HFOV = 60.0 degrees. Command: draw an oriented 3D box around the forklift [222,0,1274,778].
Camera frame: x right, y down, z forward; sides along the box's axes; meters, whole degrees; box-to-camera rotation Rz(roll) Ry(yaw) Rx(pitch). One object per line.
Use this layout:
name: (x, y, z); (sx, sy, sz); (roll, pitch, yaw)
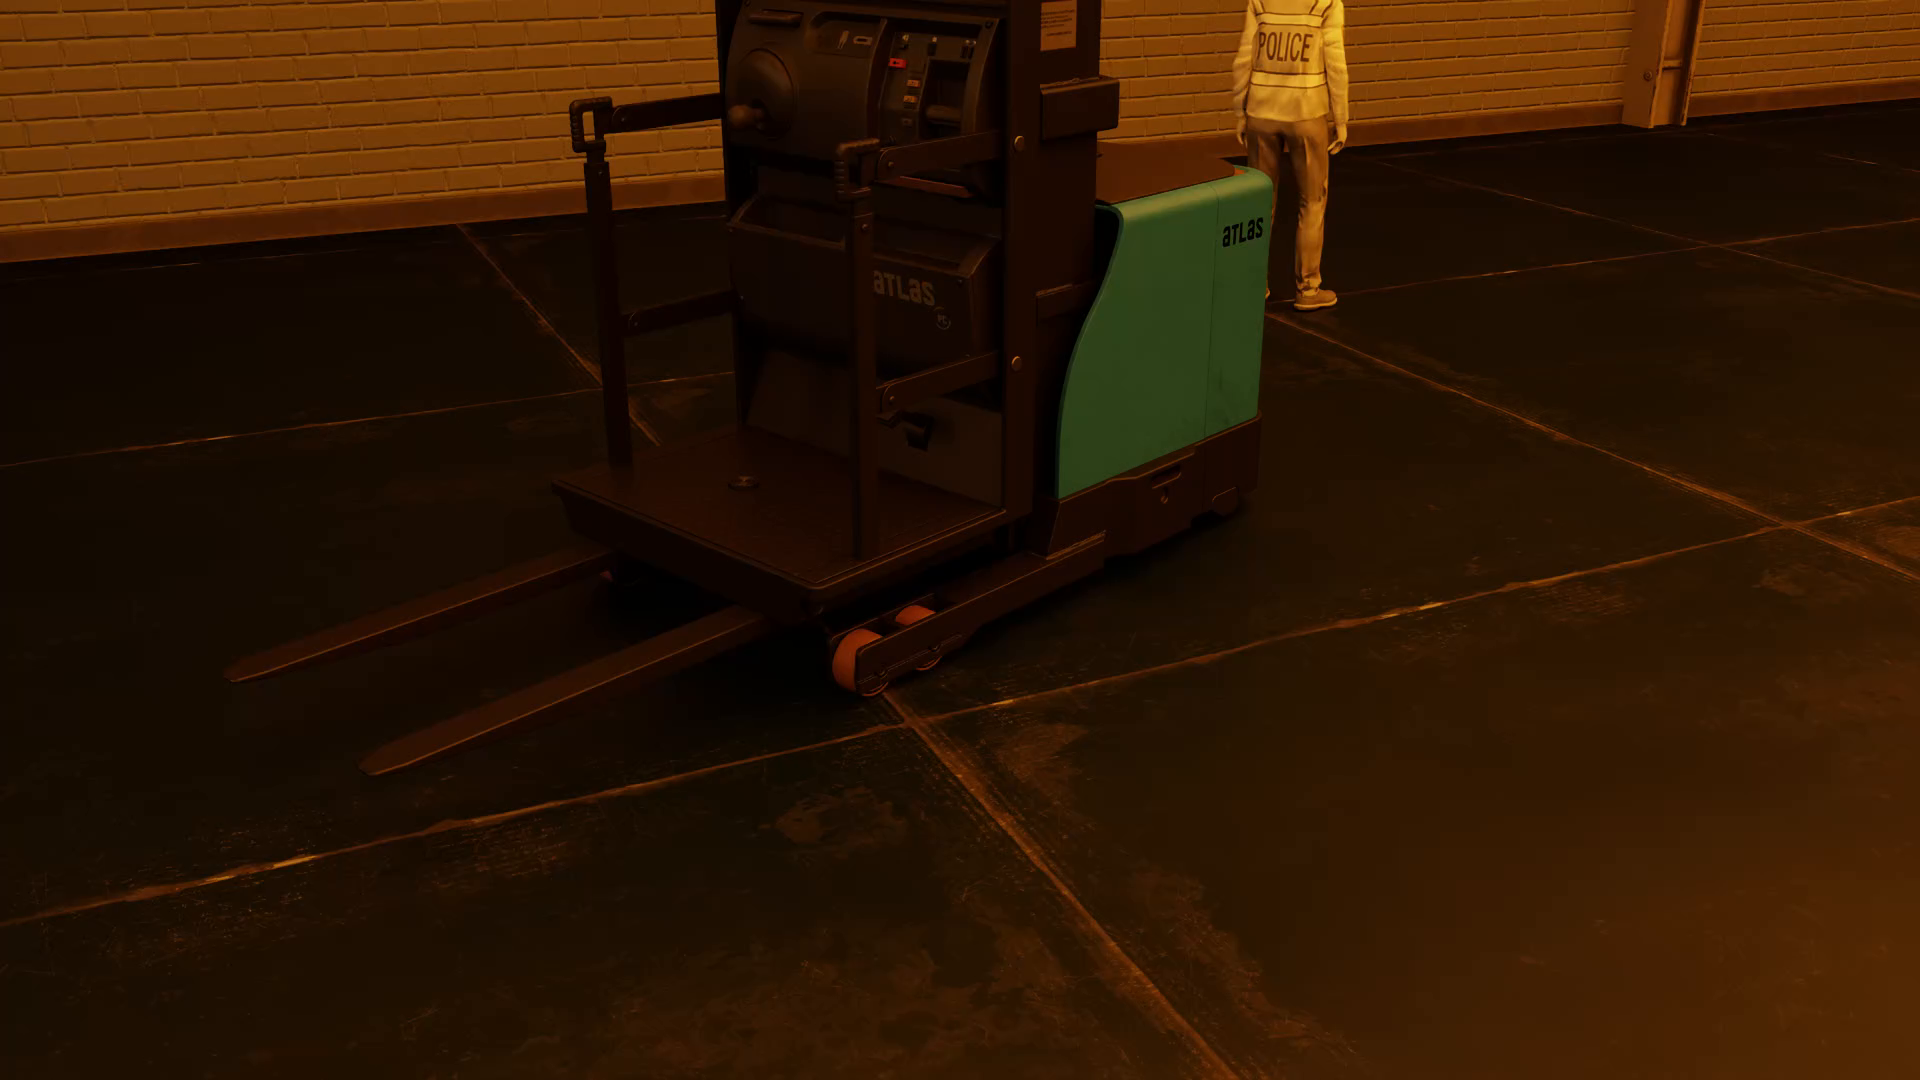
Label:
forklift: (-0.413, -1.182, 4.131); (1.130, 2.935, 3.031); (19, 29, 39)

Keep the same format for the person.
person: (1.475, -1.874, 7.451); (0.529, 1.664, 0.375); (12, 25, 26)
